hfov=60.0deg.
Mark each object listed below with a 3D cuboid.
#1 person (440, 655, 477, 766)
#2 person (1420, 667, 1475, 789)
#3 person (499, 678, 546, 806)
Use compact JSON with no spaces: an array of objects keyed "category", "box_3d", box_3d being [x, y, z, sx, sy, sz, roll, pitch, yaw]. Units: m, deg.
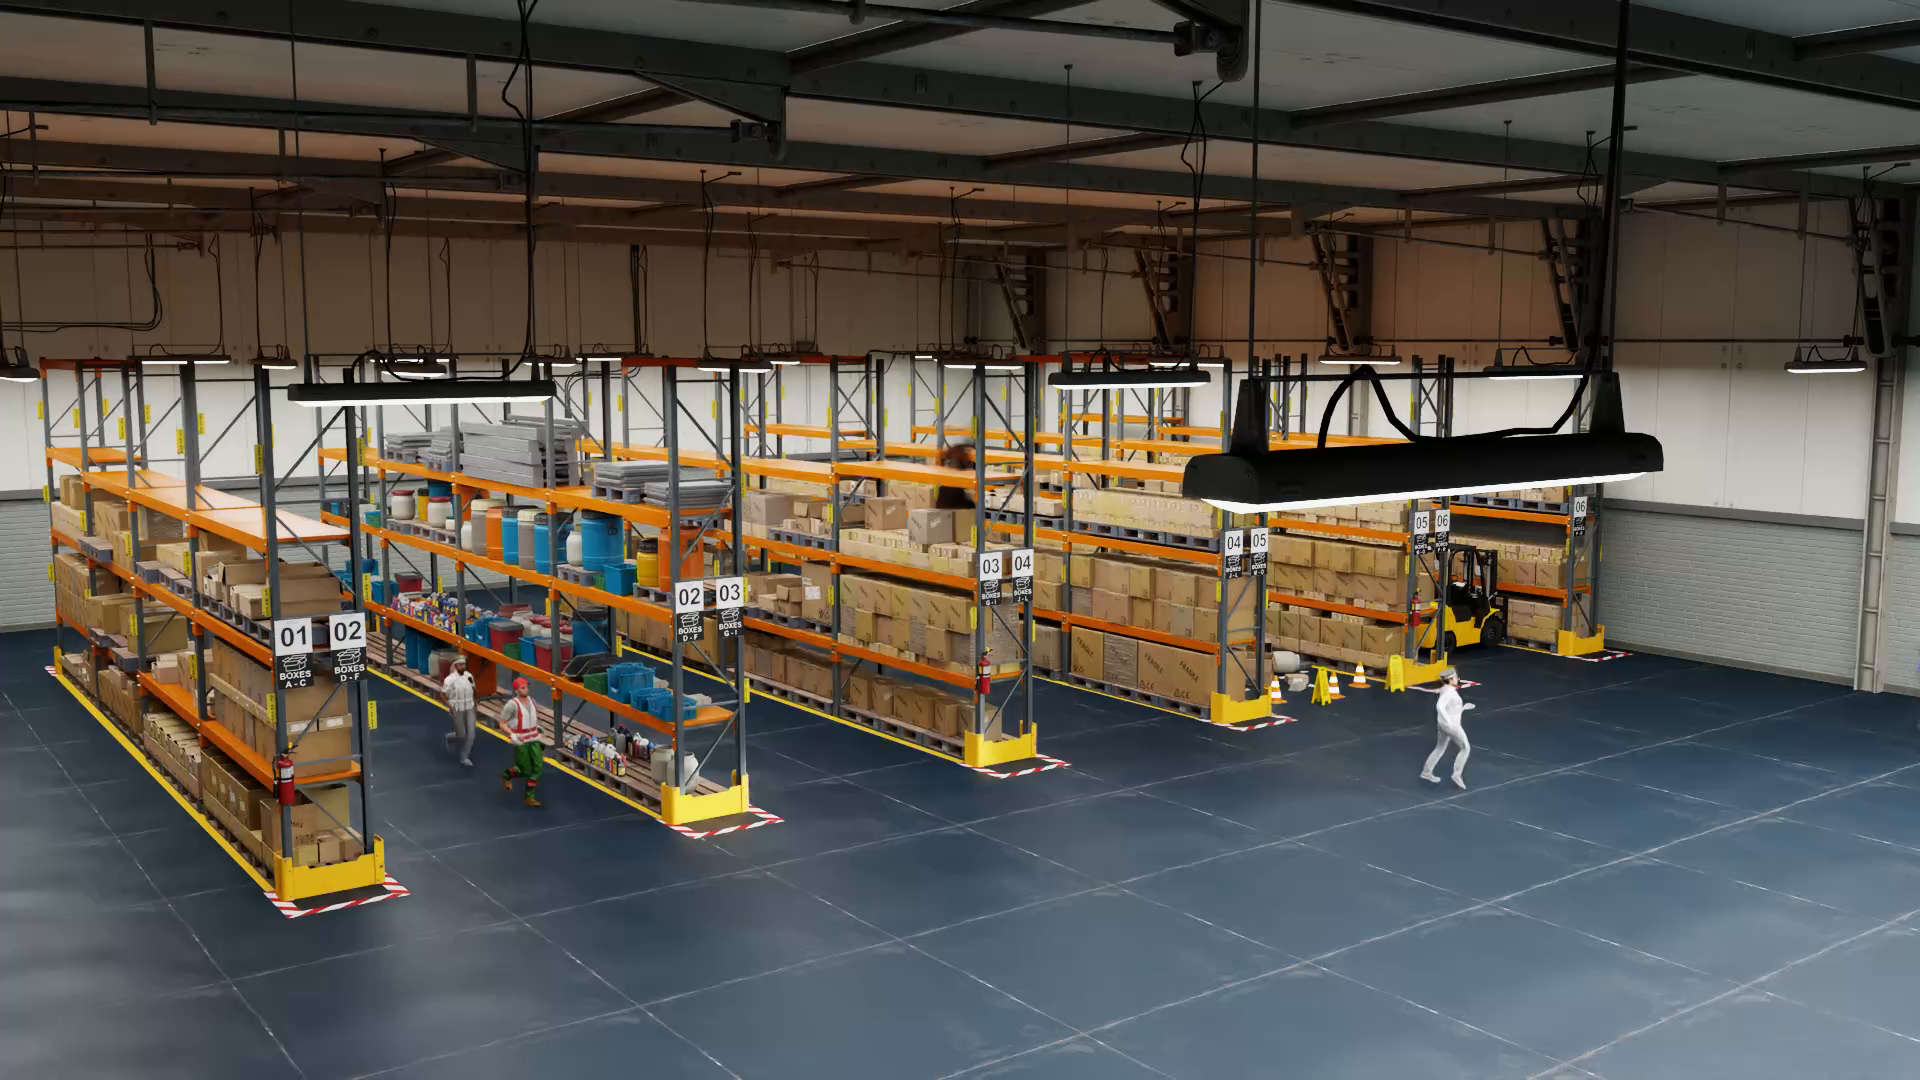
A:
[{"category":"person","box_3d":[-7.489,2.530,24.936,0.575,1.662,0.589,-6,9,-42]},{"category":"person","box_3d":[6.942,2.672,23.594,0.719,1.743,0.576,0,7,-3]},{"category":"person","box_3d":[-5.991,2.742,22.765,0.704,1.749,0.656,5,8,36]}]
